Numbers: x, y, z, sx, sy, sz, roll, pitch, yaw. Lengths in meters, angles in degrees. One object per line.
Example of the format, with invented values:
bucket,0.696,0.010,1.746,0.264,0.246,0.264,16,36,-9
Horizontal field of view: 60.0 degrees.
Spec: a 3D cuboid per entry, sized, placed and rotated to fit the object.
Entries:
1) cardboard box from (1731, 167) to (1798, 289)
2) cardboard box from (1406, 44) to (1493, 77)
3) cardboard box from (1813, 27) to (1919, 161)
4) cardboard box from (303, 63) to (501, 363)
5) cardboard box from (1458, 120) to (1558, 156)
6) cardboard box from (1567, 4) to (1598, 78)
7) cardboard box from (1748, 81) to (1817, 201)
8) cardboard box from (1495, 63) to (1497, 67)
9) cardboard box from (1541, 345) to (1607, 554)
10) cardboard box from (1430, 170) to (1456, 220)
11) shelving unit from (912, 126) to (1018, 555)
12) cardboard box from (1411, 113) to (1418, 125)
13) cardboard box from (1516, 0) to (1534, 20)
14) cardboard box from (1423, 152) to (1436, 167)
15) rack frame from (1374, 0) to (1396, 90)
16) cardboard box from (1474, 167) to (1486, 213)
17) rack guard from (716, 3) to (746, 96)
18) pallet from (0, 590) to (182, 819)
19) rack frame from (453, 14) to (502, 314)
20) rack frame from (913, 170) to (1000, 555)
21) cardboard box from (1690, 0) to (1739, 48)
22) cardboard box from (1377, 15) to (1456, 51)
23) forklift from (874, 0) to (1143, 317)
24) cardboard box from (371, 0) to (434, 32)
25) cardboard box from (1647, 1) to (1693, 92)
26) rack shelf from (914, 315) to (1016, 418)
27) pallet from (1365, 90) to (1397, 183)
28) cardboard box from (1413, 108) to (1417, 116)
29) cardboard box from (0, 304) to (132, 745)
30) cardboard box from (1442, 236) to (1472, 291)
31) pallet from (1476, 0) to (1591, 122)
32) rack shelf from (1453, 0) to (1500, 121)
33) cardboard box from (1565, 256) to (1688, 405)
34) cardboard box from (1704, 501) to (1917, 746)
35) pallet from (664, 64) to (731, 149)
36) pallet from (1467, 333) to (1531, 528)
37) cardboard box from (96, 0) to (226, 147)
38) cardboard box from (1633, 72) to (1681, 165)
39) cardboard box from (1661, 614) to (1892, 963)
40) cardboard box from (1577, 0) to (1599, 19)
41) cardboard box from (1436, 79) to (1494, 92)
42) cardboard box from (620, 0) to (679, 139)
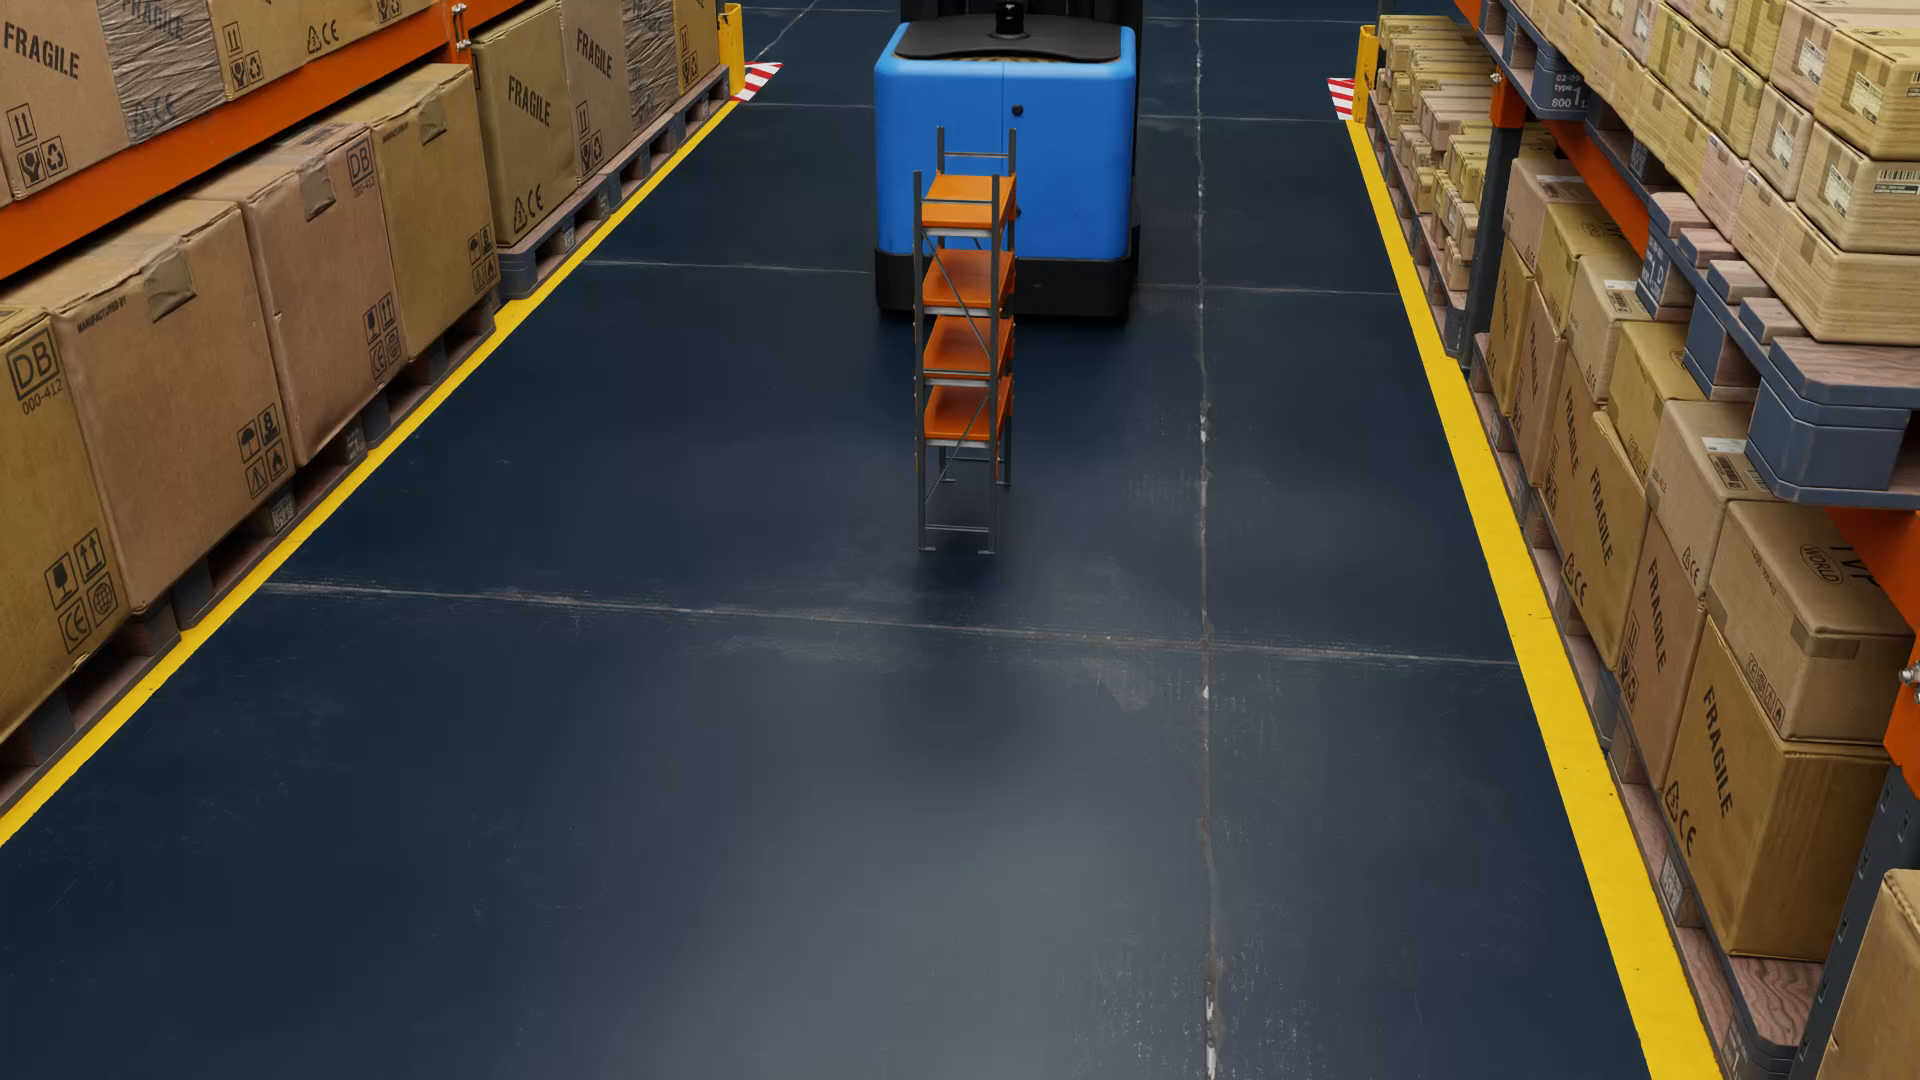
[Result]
cardboard box,1.598,-0.542,2.916,0.380,0.149,0.250,3,28,6
cardboard box,2.520,-2.453,8.577,0.380,0.149,0.250,2,28,4
cardboard box,1.567,-0.686,2.555,0.380,0.149,0.250,2,28,4
cardboard box,-2.517,-1.258,6.220,1.225,0.875,0.875,3,29,6
cardboard box,2.362,-1.707,7.192,0.380,0.149,0.250,4,29,8
cardboard box,1.793,-1.276,4.277,0.380,0.149,0.250,3,28,5
cardboard box,1.602,-0.682,2.862,0.380,0.149,0.250,4,29,8
cardboard box,3.075,-2.534,9.040,0.380,0.149,0.250,3,28,5
cardboard box,1.984,-0.230,4.708,0.500,0.500,0.500,4,29,7
cardboard box,2.211,-1.458,7.043,0.380,0.149,0.250,2,28,4
shelving unit,0.020,-0.606,5.110,0.258,1.200,0.503,3,28,6
cardboard box,2.509,-2.075,8.502,0.380,0.149,0.250,3,29,6
cardboard box,1.885,-1.642,4.958,0.380,0.149,0.250,4,29,7
cardboard box,2.387,-1.715,7.834,0.380,0.149,0.250,4,29,7
rack frame,2.942,-3.858,9.248,1.000,3.000,0.127,3,28,6
cardboard box,2.237,-1.349,6.528,0.380,0.149,0.250,4,29,8
rack guard,-1.965,-3.104,10.485,1.175,0.500,0.348,3,28,6
pallet,-2.777,0.433,4.224,1.003,0.211,1.213,3,28,6
rack frame,-2.458,-2.311,6.377,1.000,3.000,0.127,3,28,6
rack frame,-0.010,-0.491,4.897,0.240,1.200,0.015,3,28,6
cardboard box,1.661,-1.053,3.237,0.380,0.149,0.250,4,29,8
cardboard box,2.541,-2.823,9.262,0.380,0.149,0.250,2,28,4
forklift,0.299,-2.870,7.486,1.130,2.935,3.031,2,28,5
cardboard box,-2.244,-2.119,5.915,0.500,0.500,0.500,3,29,6
cardboard box,1.695,-1.041,3.528,0.380,0.149,0.250,3,28,6
rack shelf,0.020,-0.547,5.142,0.258,0.148,0.480,3,28,6
pallet,2.798,-2.214,9.137,1.003,0.211,1.213,3,28,6
cardboard box,2.514,-2.196,8.413,0.380,0.149,0.250,2,28,4
cardboard box,-2.843,-0.001,3.887,1.225,0.875,0.875,2,28,4
cardboard box,2.162,-1.109,6.709,0.380,0.149,0.250,4,29,7
pallet,2.214,-1.539,5.147,1.003,0.211,1.213,3,28,6
rack shelf,2.697,-2.600,7.671,1.077,0.370,4.000,3,28,6
cardboard box,1.970,-0.566,4.541,0.500,0.250,0.500,4,29,8
cardboard box,1.786,0.156,3.200,0.500,0.250,0.500,3,28,5
pallet,-1.988,-2.585,9.826,1.003,0.211,1.213,3,28,6
pallet,2.358,-0.381,5.734,1.003,0.211,1.213,3,28,6
cardboard box,-2.435,-1.404,4.589,0.500,0.500,0.500,3,29,6
cardboard box,1.695,-0.907,3.593,0.380,0.149,0.250,2,28,4
cardboard box,1.783,0.499,3.355,0.500,0.500,0.500,3,28,6
cardboard box,1.792,-1.404,4.201,0.380,0.149,0.250,3,28,5
cardboard box,2.463,-2.078,7.881,0.380,0.149,0.250,3,29,6
cardboard box,-2.078,-2.709,8.913,0.875,0.875,0.875,3,28,6
